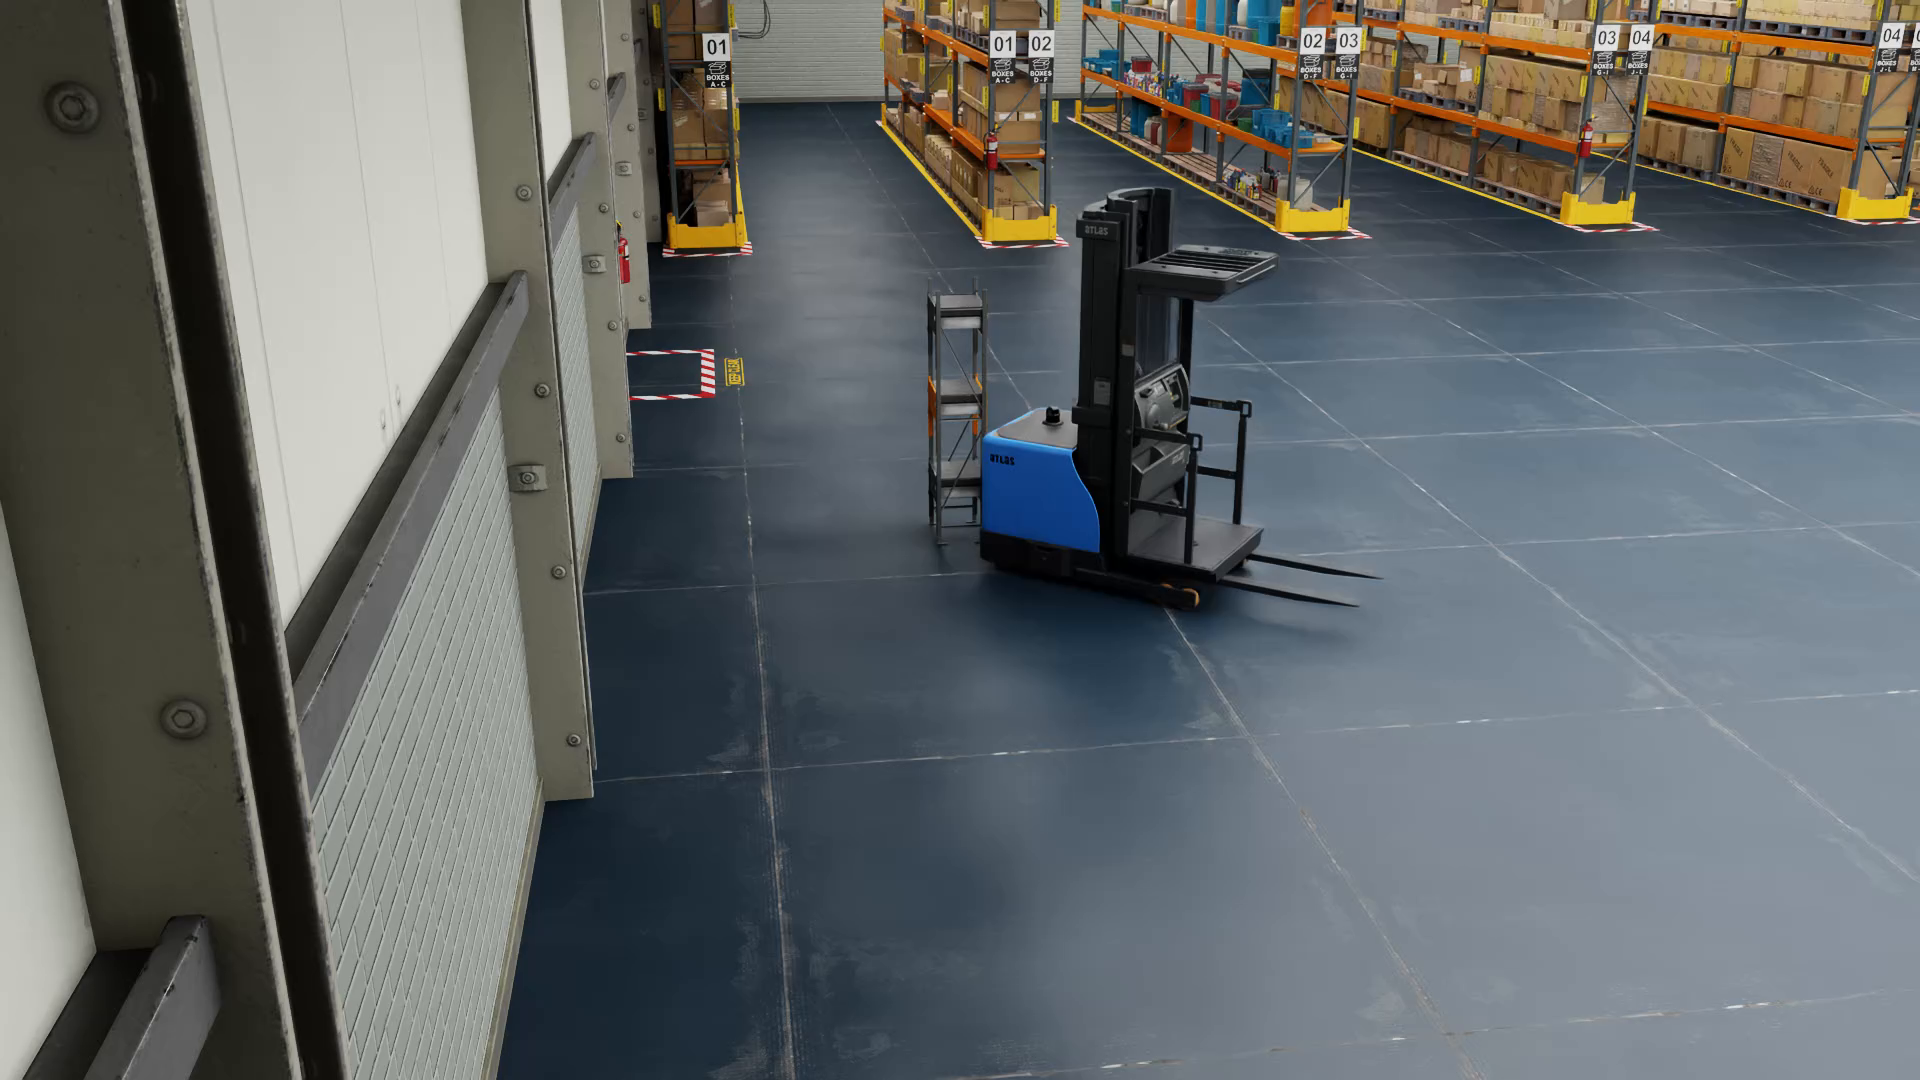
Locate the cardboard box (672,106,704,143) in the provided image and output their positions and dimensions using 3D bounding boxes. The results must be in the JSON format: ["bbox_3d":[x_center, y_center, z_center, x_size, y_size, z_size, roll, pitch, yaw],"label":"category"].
[{"bbox_3d":[-4.238,-6.440,25.786,0.500,0.500,0.500,-3,21,-8],"label":"cardboard box"}]

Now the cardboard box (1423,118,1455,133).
[{"bbox_3d":[9.805,-8.489,34.031,0.500,0.250,0.500,-1,20,-2],"label":"cardboard box"}]

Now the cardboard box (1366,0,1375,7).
[{"bbox_3d":[9.276,-11.873,36.183,0.797,0.503,0.637,-3,21,-8],"label":"cardboard box"}]

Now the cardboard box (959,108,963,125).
[{"bbox_3d":[0.251,-7.731,30.343,0.500,0.250,0.500,-2,21,-4],"label":"cardboard box"}]

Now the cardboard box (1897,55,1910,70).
[{"bbox_3d":[19.464,-9.695,34.218,0.500,0.500,0.500,-4,21,-10],"label":"cardboard box"}]

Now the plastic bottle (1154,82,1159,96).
[{"bbox_3d":[4.150,-9.513,35.084,0.097,0.271,0.097,0,20,0],"label":"plastic bottle"}]

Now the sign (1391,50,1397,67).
[{"bbox_3d":[9.043,-10.030,34.628,0.100,0.325,0.005,-3,21,-8],"label":"sign"}]

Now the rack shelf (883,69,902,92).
[{"bbox_3d":[-1.076,-10.759,39.263,1.077,0.370,4.000,-3,21,-8],"label":"rack shelf"}]

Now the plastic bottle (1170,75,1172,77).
[{"bbox_3d":[4.636,-10.126,36.717,0.152,0.276,0.135,-3,21,-8],"label":"plastic bottle"}]

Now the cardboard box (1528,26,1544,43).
[{"bbox_3d":[10.206,-8.760,28.811,0.500,0.250,0.500,-3,21,-9],"label":"cardboard box"}]

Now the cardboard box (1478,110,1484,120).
[{"bbox_3d":[9.902,-7.924,31.005,0.380,0.149,0.250,-3,21,-8],"label":"cardboard box"}]

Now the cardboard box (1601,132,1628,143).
[{"bbox_3d":[10.940,-6.740,27.833,0.380,0.149,0.250,-3,21,-8],"label":"cardboard box"}]

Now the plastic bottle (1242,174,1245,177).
[{"bbox_3d":[5.113,-6.465,30.010,0.097,0.271,0.097,0,20,0],"label":"plastic bottle"}]

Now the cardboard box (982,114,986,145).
[{"bbox_3d":[0.741,-6.811,27.523,0.700,0.500,0.500,-3,21,-7],"label":"cardboard box"}]

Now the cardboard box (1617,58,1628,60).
[{"bbox_3d":[14.567,-10.437,36.283,0.380,0.149,0.250,-3,21,-8],"label":"cardboard box"}]

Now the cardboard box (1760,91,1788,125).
[{"bbox_3d":[15.219,-7.908,30.387,0.875,0.550,0.550,-3,21,-8],"label":"cardboard box"}]

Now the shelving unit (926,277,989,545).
[{"bbox_3d":[-0.024,-1.041,13.502,0.431,2.100,0.503,-3,21,-8],"label":"shelving unit"}]

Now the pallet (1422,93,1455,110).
[{"bbox_3d":[9.918,-8.743,33.113,1.003,0.211,1.213,-3,21,-8],"label":"pallet"}]

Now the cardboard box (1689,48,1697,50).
[{"bbox_3d":[18.335,-11.947,41.273,0.500,0.500,0.500,-3,21,-9],"label":"cardboard box"}]

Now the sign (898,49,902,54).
[{"bbox_3d":[-1.324,-10.779,37.051,0.100,0.325,0.005,-3,21,-8],"label":"sign"}]

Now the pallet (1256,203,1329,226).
[{"bbox_3d":[5.675,-5.496,28.130,1.003,0.211,1.213,-3,21,-8],"label":"pallet"}]

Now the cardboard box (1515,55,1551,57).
[{"bbox_3d":[10.506,-8.644,30.576,0.500,0.500,0.500,-3,21,-8],"label":"cardboard box"}]

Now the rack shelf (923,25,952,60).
[{"bbox_3d":[0.077,-9.394,31.322,1.077,0.370,4.000,-3,21,-8],"label":"rack shelf"}]

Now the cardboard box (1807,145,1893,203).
[{"bbox_3d":[15.505,-6.395,28.987,0.875,0.875,0.875,-3,21,-7],"label":"cardboard box"}]

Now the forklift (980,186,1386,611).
[{"bbox_3d":[1.693,-1.060,12.366,3.031,2.935,1.130,11,23,28],"label":"forklift"}]

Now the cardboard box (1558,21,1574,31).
[{"bbox_3d":[10.267,-8.620,27.865,0.380,0.149,0.250,-3,21,-7],"label":"cardboard box"}]

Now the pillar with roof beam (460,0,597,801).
[{"bbox_3d":[1.938,-2.991,8.864,9.100,9.000,0.400,-3,21,-8],"label":"pillar with roof beam"}]

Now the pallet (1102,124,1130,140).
[{"bbox_3d":[3.970,-9.598,39.112,1.003,0.211,1.213,-3,21,-8],"label":"pallet"}]

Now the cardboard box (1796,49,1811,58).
[{"bbox_3d":[18.983,-10.875,36.973,0.500,0.500,0.500,-3,21,-7],"label":"cardboard box"}]

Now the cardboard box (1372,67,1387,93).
[{"bbox_3d":[9.210,-9.895,35.778,0.500,0.500,0.500,-3,21,-8],"label":"cardboard box"}]

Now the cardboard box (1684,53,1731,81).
[{"bbox_3d":[14.865,-9.387,32.989,0.700,0.500,0.500,-3,21,-7],"label":"cardboard box"}]

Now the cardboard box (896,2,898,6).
[{"bbox_3d":[-1.183,-12.067,37.664,0.500,0.250,0.500,-3,21,-8],"label":"cardboard box"}]

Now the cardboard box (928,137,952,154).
[{"bbox_3d":[-0.342,-7.812,32.873,0.500,0.311,0.500,-3,21,-9],"label":"cardboard box"}]

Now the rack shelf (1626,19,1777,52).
[{"bbox_3d":[14.803,-10.107,33.232,1.077,0.370,4.000,-3,21,-8],"label":"rack shelf"}]

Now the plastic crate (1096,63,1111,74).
[{"bbox_3d":[3.480,-11.324,39.903,0.416,0.233,0.300,-3,21,-8],"label":"plastic crate"}]

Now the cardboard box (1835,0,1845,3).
[{"bbox_3d":[15.173,-9.231,28.333,0.380,0.149,0.250,-3,21,-7],"label":"cardboard box"}]

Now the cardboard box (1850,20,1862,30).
[{"bbox_3d":[15.249,-8.678,27.993,0.380,0.149,0.250,-3,21,-7],"label":"cardboard box"}]

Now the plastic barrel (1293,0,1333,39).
[{"bbox_3d":[5.648,-8.462,26.584,0.600,0.830,0.708,-3,21,-8],"label":"plastic barrel"}]

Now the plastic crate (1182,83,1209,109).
[{"bbox_3d":[4.621,-8.722,32.690,0.402,0.464,0.583,-3,21,-8],"label":"plastic crate"}]

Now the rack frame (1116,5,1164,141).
[{"bbox_3d":[4.114,-10.652,37.948,1.000,3.000,0.127,-3,21,-8],"label":"rack frame"}]

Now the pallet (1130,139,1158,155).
[{"bbox_3d":[4.363,-8.653,36.582,1.003,0.211,1.213,-3,21,-8],"label":"pallet"}]

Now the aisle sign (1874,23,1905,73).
[{"bbox_3d":[15.381,-8.140,27.508,0.394,0.787,0.004,-3,21,-8],"label":"aisle sign"}]

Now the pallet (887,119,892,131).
[{"bbox_3d":[-1.238,-10.179,40.669,1.003,0.211,1.213,-3,21,-8],"label":"pallet"}]

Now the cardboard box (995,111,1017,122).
[{"bbox_3d":[0.698,-6.722,26.356,0.380,0.149,0.250,-3,21,-9],"label":"cardboard box"}]

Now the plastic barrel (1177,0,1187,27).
[{"bbox_3d":[4.594,-10.611,32.837,0.600,0.901,0.600,0,20,0],"label":"plastic barrel"}]

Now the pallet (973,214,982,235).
[{"bbox_3d":[0.790,-5.205,27.350,1.003,0.211,1.213,-3,21,-8],"label":"pallet"}]

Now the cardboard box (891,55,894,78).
[{"bbox_3d":[-1.342,-11.143,39.119,0.500,0.500,0.500,-3,21,-7],"label":"cardboard box"}]

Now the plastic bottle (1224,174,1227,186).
[{"bbox_3d":[4.894,-6.609,30.496,0.097,0.201,0.097,0,20,0],"label":"plastic bottle"}]

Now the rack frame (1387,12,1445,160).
[{"bbox_3d":[9.592,-9.517,34.909,1.000,3.000,0.127,-3,21,-8],"label":"rack frame"}]

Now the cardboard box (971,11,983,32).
[{"bbox_3d":[0.435,-8.452,27.099,0.500,0.311,0.500,-1,20,-1],"label":"cardboard box"}]

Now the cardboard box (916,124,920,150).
[{"bbox_3d":[-0.653,-8.544,35.250,0.500,0.500,0.500,-4,21,-10],"label":"cardboard box"}]

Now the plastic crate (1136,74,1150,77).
[{"bbox_3d":[4.188,-10.725,38.434,0.396,0.136,0.243,-3,21,-8],"label":"plastic crate"}]

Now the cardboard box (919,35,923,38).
[{"bbox_3d":[-0.652,-11.274,38.043,0.500,0.500,0.500,-4,21,-9],"label":"cardboard box"}]
